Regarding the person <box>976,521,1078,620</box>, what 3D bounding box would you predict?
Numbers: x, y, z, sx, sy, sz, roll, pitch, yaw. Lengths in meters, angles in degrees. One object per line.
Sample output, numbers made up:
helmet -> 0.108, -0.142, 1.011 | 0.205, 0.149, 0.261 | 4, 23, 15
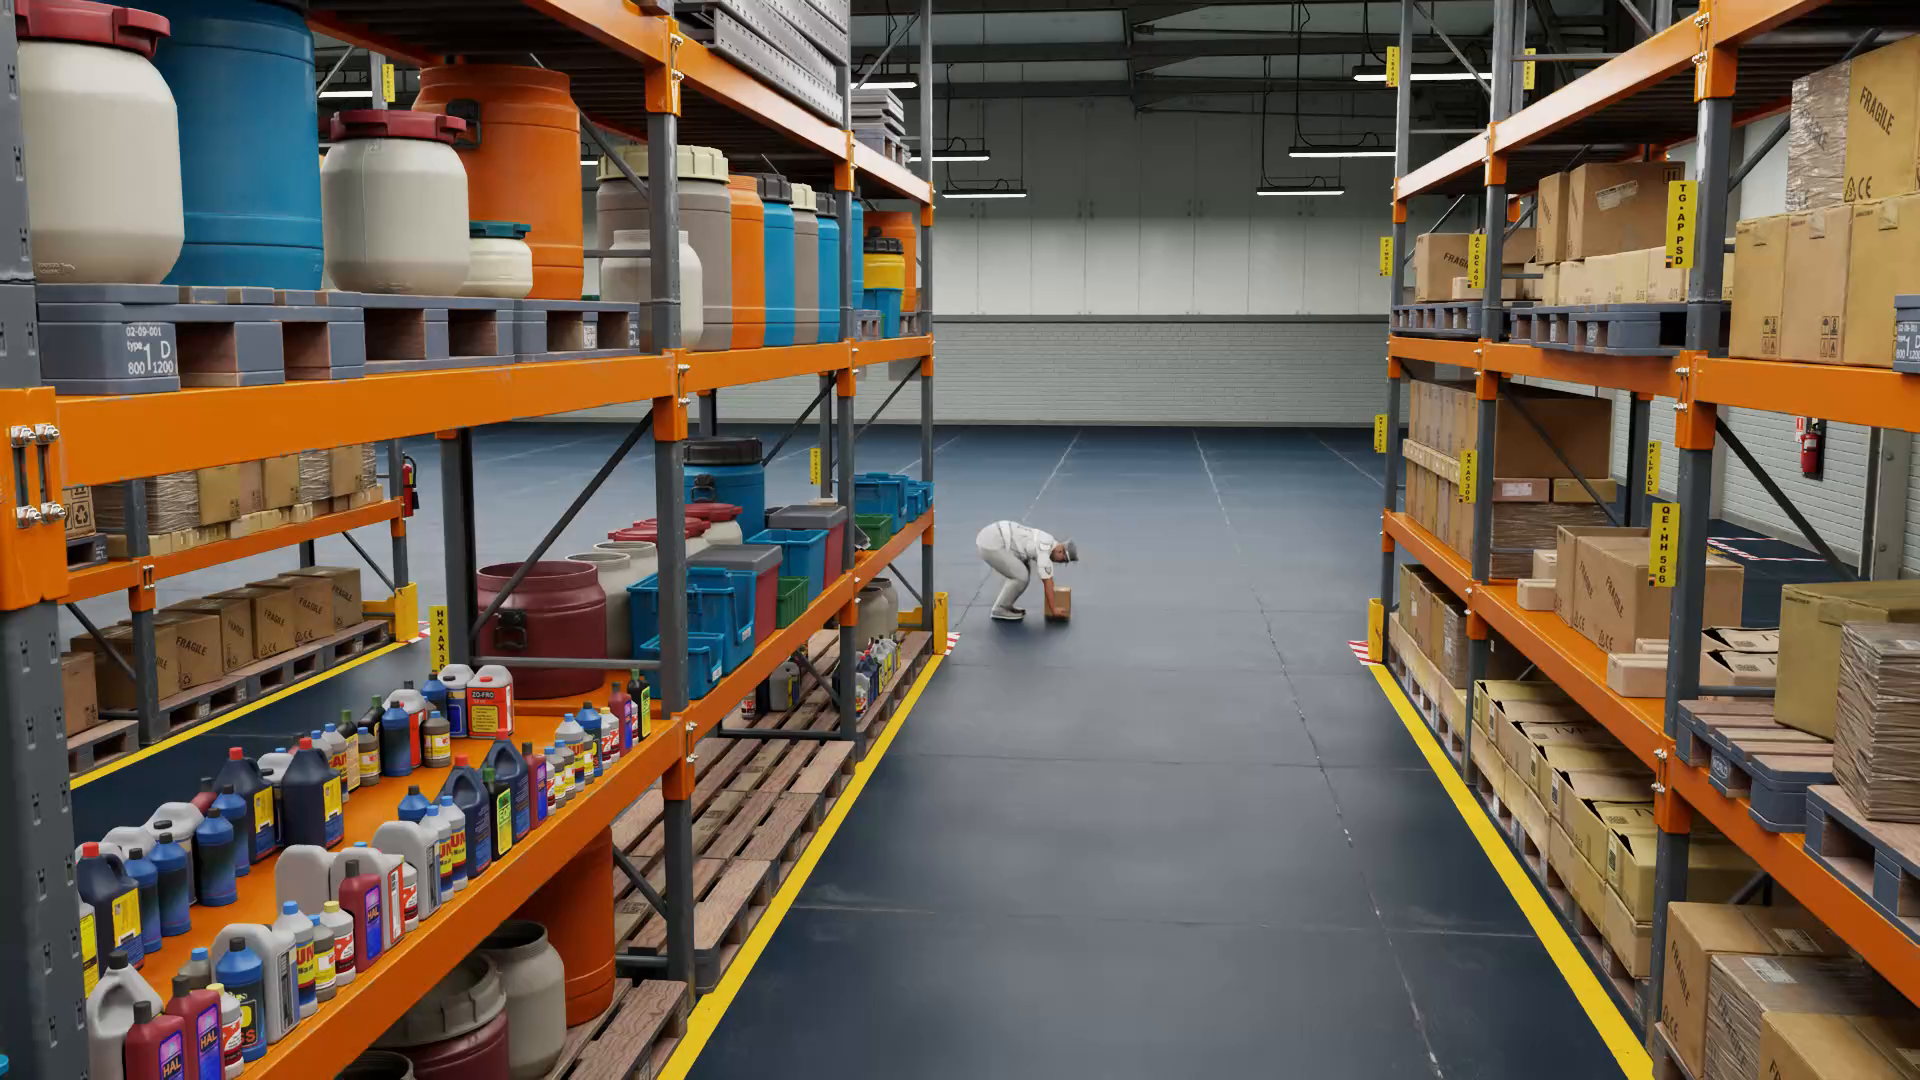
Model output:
person -> 0.668, 0.294, 16.543 | 1.021, 0.966, 0.540 | 0, 8, 3
